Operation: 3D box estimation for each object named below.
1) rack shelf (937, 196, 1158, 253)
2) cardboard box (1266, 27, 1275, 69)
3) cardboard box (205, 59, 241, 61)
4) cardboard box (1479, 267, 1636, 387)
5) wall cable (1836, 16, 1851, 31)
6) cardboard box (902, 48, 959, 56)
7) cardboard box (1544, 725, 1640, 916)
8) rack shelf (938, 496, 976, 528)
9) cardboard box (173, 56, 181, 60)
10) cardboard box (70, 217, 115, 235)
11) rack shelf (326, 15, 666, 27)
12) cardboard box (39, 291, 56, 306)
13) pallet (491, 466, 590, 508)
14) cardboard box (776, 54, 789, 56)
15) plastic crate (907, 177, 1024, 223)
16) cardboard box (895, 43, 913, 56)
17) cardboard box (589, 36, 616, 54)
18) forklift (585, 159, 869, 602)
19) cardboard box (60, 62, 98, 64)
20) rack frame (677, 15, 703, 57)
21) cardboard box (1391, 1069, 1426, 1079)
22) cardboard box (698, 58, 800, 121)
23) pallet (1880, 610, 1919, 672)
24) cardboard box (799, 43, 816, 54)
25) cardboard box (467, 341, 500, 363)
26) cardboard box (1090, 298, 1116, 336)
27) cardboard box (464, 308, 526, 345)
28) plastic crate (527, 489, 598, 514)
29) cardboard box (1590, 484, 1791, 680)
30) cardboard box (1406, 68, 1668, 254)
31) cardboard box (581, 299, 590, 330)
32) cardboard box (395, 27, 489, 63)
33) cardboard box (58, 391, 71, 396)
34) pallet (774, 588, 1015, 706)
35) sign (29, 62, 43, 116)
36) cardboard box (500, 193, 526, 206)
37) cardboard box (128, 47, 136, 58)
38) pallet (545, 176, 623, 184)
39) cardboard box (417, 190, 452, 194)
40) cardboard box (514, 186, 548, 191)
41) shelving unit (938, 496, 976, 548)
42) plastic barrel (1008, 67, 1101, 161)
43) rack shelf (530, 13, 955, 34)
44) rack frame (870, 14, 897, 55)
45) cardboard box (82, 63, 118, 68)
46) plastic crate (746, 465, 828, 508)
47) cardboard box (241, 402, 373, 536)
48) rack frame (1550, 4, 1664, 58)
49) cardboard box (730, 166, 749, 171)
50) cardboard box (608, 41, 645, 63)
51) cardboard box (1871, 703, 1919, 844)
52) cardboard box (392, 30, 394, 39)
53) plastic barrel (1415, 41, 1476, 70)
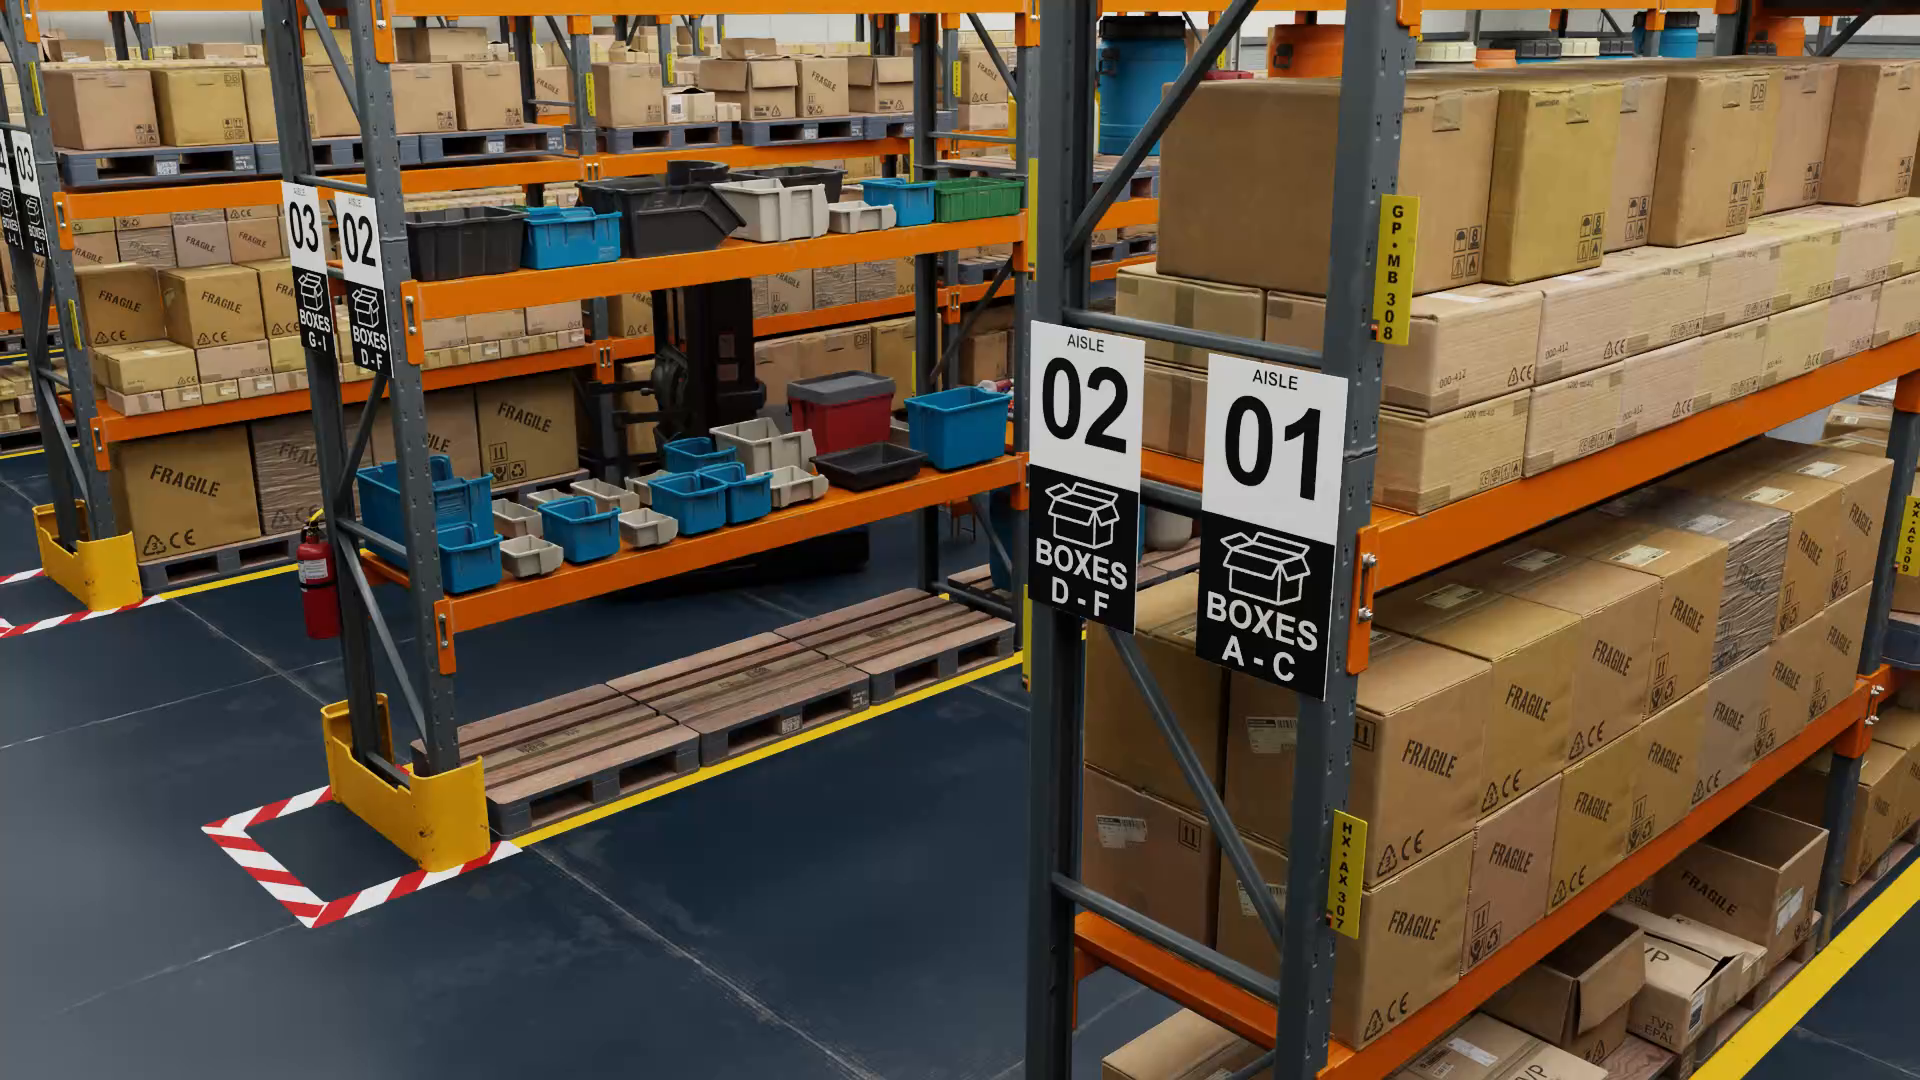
[{"bbox_3d":[1.546,-2.343,11.650,4.000,0.370,1.077,-16,24,-41],"label":"rack shelf"},{"bbox_3d":[4.145,-6.087,20.576,0.500,0.500,0.500,-16,24,-41],"label":"cardboard box"},{"bbox_3d":[-7.386,-4.737,16.653,0.250,0.149,0.380,-17,24,-41],"label":"cardboard box"},{"bbox_3d":[1.507,-0.624,4.615,0.500,0.250,0.500,-16,24,-41],"label":"cardboard box"},{"bbox_3d":[25.421,-16.899,45.003,0.169,6.003,2.305,-16,24,-41],"label":"wall cable"},{"bbox_3d":[-0.229,-4.661,16.662,0.500,0.500,0.500,-15,24,-39],"label":"cardboard box"},{"bbox_3d":[1.828,0.825,5.413,0.500,0.500,0.500,-16,24,-41],"label":"cardboard box"},{"bbox_3d":[-0.039,-0.214,12.877,0.240,0.259,0.215,-16,24,-41],"label":"rack shelf"},{"bbox_3d":[-11.999,-7.383,25.624,0.250,0.149,0.380,-17,24,-42],"label":"cardboard box"},{"bbox_3d":[-8.287,-3.144,15.551,0.500,0.500,0.500,-17,25,-42],"label":"cardboard box"},{"bbox_3d":[-5.191,-5.822,18.167,4.000,0.370,1.077,-16,24,-41],"label":"rack shelf"},{"bbox_3d":[-8.607,-2.299,15.620,0.250,0.149,0.380,-15,23,-38],"label":"cardboard box"},{"bbox_3d":[-3.917,-0.474,14.105,1.213,0.211,1.003,-16,24,-41],"label":"pallet"},{"bbox_3d":[-3.057,-7.604,26.471,0.500,0.250,0.500,-16,24,-40],"label":"cardboard box"},{"bbox_3d":[-0.008,-2.003,9.779,0.662,0.188,0.450,-16,24,-41],"label":"plastic crate"},{"bbox_3d":[-0.650,-6.679,22.774,0.500,0.250,0.500,-17,24,-41],"label":"cardboard box"},{"bbox_3d":[-5.366,-7.281,24.466,0.500,0.250,0.500,-16,24,-40],"label":"cardboard box"},{"bbox_3d":[-2.240,-1.147,11.769,3.031,2.935,1.130,-7,19,-21],"label":"forklift"},{"bbox_3d":[-8.378,-4.470,15.831,0.380,0.149,0.250,17,25,42],"label":"cardboard box"},{"bbox_3d":[-4.306,-8.714,25.271,0.127,3.000,1.000,-16,24,-41],"label":"rack frame"},{"bbox_3d":[1.540,2.065,5.496,0.500,0.250,0.500,-16,24,-41],"label":"cardboard box"},{"bbox_3d":[-1.874,-4.030,14.839,0.637,0.503,0.797,-17,24,-42],"label":"cardboard box"},{"bbox_3d":[4.149,0.223,7.745,1.213,0.211,1.003,-16,24,-41],"label":"pallet"},{"bbox_3d":[-2.534,-7.924,26.813,0.250,0.149,0.380,-15,24,-39],"label":"cardboard box"},{"bbox_3d":[-3.867,-1.523,13.227,0.250,0.149,0.380,-16,24,-40],"label":"cardboard box"},{"bbox_3d":[1.682,-2.438,18.979,0.500,0.500,0.700,-16,24,-41],"label":"cardboard box"},{"bbox_3d":[-3.825,-1.752,13.285,0.500,0.250,0.500,-15,23,-39],"label":"cardboard box"},{"bbox_3d":[-2.125,-0.161,8.949,0.243,0.136,0.396,-16,24,-41],"label":"plastic crate"},{"bbox_3d":[2.567,0.134,5.923,0.500,0.500,0.500,-16,24,-40],"label":"cardboard box"},{"bbox_3d":[1.660,-1.155,5.038,0.500,0.500,0.700,-16,24,-41],"label":"cardboard box"},{"bbox_3d":[-3.158,-2.152,14.597,0.500,0.500,0.500,-16,24,-41],"label":"cardboard box"},{"bbox_3d":[-3.998,-3.825,12.834,0.500,0.250,0.500,16,24,40],"label":"cardboard box"},{"bbox_3d":[-8.639,-1.385,15.853,0.250,0.149,0.380,-16,24,-40],"label":"cardboard box"},{"bbox_3d":[-0.415,0.657,10.617,1.213,0.211,1.003,-16,24,-41],"label":"pallet"},{"bbox_3d":[-5.840,-2.851,10.506,0.005,0.325,0.100,-16,24,-41],"label":"sign"},{"bbox_3d":[-4.910,-3.753,18.458,0.250,0.149,0.380,-15,23,-39],"label":"cardboard box"},{"bbox_3d":[-12.341,-7.182,24.492,0.250,0.149,0.380,-16,24,-40],"label":"cardboard box"},{"bbox_3d":[-5.802,-5.350,24.933,1.213,0.211,1.003,-16,24,-41],"label":"pallet"},{"bbox_3d":[-7.402,-4.776,23.095,0.500,0.250,0.500,17,24,42],"label":"cardboard box"},{"bbox_3d":[-4.970,-4.011,19.255,0.250,0.149,0.380,-15,23,-38],"label":"cardboard box"},{"bbox_3d":[-0.039,-0.488,12.788,0.252,1.050,0.215,-16,24,-41],"label":"shelving unit"},{"bbox_3d":[0.616,-2.789,10.875,0.600,0.588,0.600,0,18,0],"label":"plastic barrel"},{"bbox_3d":[-1.857,-4.689,14.672,4.000,0.370,1.077,-16,24,-41],"label":"rack shelf"},{"bbox_3d":[-0.832,-7.626,21.915,0.127,3.000,1.000,-16,24,-41],"label":"rack frame"},{"bbox_3d":[-8.010,-4.353,15.469,0.250,0.149,0.380,-15,23,-39],"label":"cardboard box"},{"bbox_3d":[-0.966,-0.301,9.380,0.466,0.136,0.293,-16,24,-41],"label":"plastic crate"},{"bbox_3d":[-5.145,-0.632,12.835,0.875,0.875,0.875,-16,24,-41],"label":"cardboard box"},{"bbox_3d":[5.906,-5.383,14.998,0.127,3.000,1.000,-16,24,-41],"label":"rack frame"},{"bbox_3d":[-3.039,-4.648,20.675,0.500,0.500,0.700,-17,24,-42],"label":"cardboard box"},{"bbox_3d":[-3.854,-5.619,19.186,0.258,0.266,0.396,-16,24,-41],"label":"cardboard box"},{"bbox_3d":[4.392,1.093,8.090,0.500,0.500,0.500,-16,24,-40],"label":"cardboard box"},{"bbox_3d":[-9.634,-8.074,27.156,0.500,0.500,0.700,-17,24,-42],"label":"cardboard box"},{"bbox_3d":[3.745,-3.473,13.155,0.600,0.901,0.600,0,18,0],"label":"plastic barrel"}]
